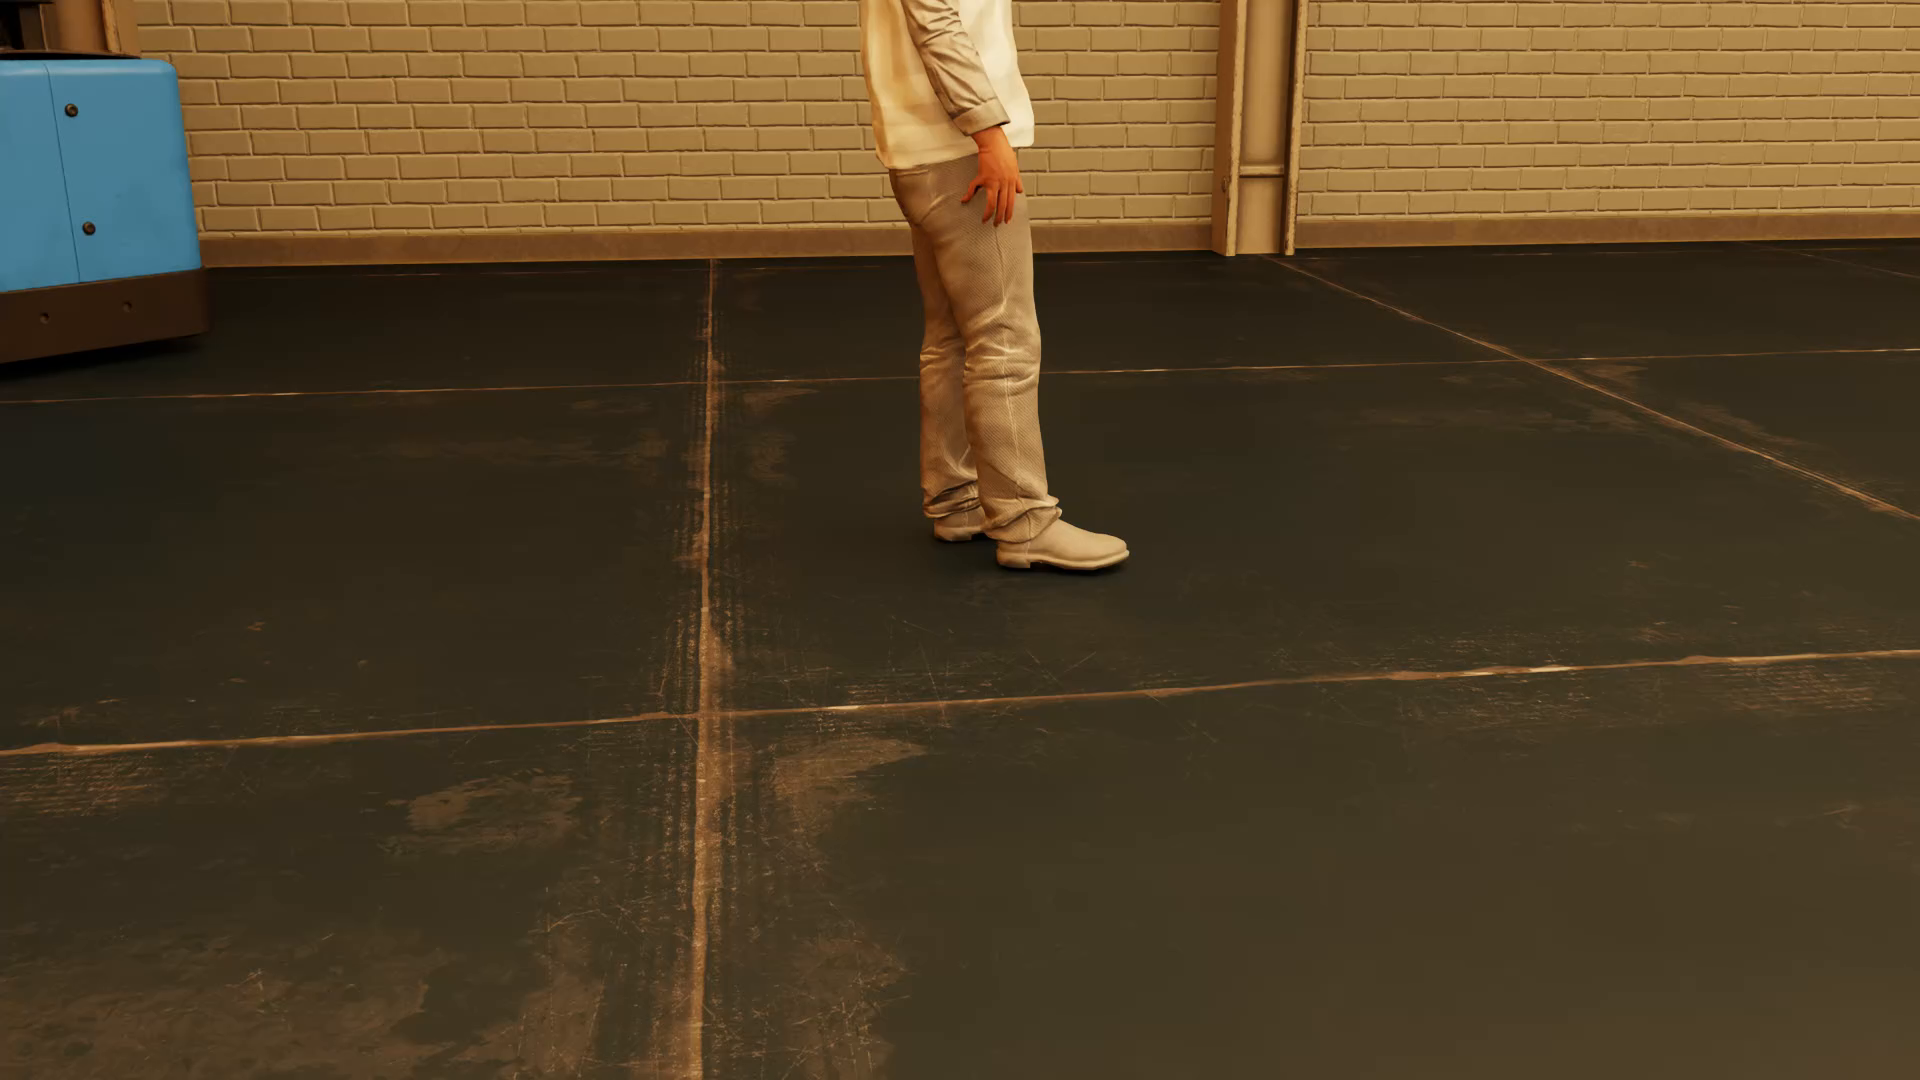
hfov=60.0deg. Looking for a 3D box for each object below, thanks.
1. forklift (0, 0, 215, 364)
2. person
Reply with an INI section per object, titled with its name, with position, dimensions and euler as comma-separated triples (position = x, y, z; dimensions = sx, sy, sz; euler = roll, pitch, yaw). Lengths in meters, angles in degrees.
[forklift]
position = -4.362, -2.268, 6.412
dimensions = 3.031, 2.935, 1.130
euler = 11, 20, 33
[person]
position = 0.063, -0.857, 3.710
dimensions = 0.566, 1.775, 0.633
euler = -2, 17, -8
